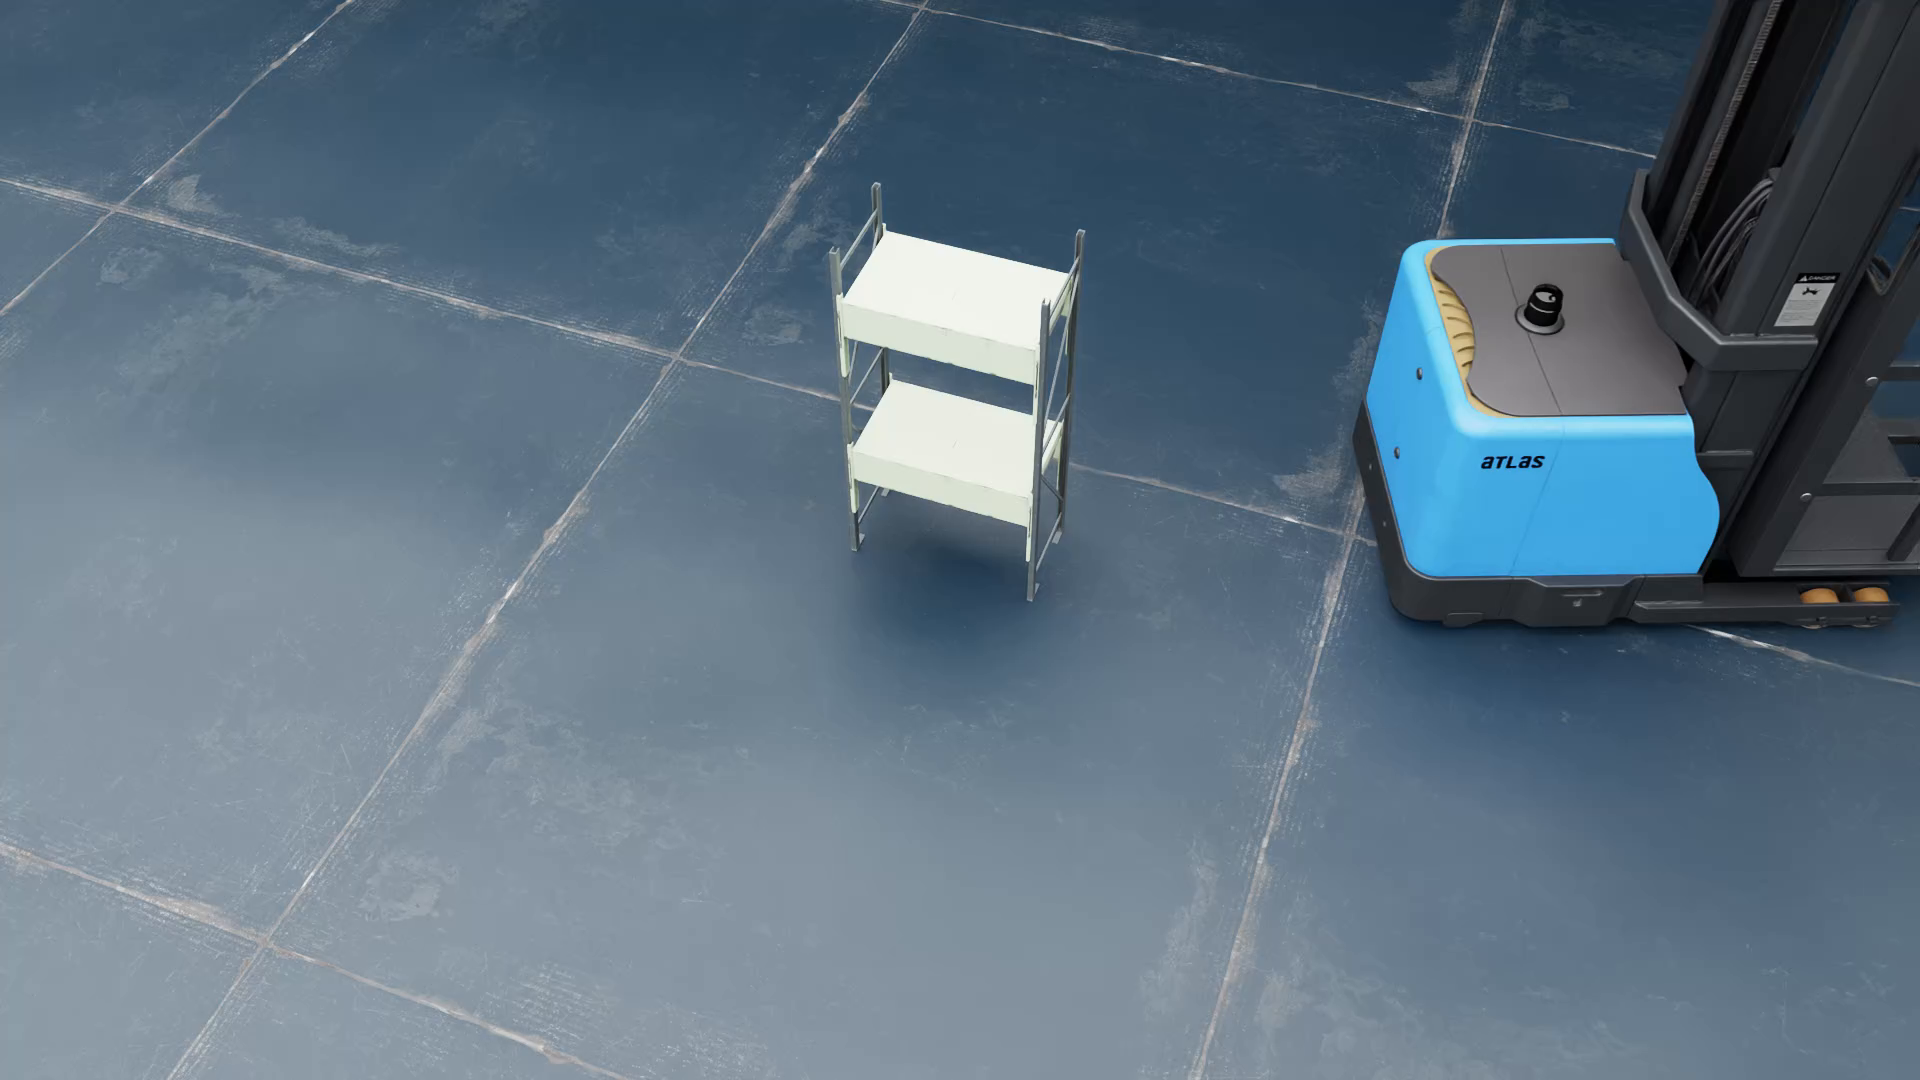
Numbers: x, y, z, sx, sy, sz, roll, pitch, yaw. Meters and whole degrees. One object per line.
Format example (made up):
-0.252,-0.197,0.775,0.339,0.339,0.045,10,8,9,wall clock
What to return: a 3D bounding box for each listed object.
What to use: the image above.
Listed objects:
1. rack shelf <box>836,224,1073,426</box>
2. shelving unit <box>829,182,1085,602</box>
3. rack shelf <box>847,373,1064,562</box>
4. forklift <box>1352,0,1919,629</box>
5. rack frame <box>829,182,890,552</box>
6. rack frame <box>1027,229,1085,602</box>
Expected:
-0.006,-0.749,5.756,0.720,0.370,0.431,16,51,13,rack shelf
-0.006,-0.493,6.051,0.755,1.500,0.431,16,51,13,shelving unit
-0.006,-0.279,6.298,0.720,0.370,0.431,16,51,13,rack shelf
3.146,-1.027,5.567,3.031,2.935,1.130,-1,49,-1,forklift
-0.350,-0.589,6.134,0.023,1.500,0.400,16,51,13,rack frame
0.337,-0.397,5.968,0.023,1.500,0.400,16,51,13,rack frame
